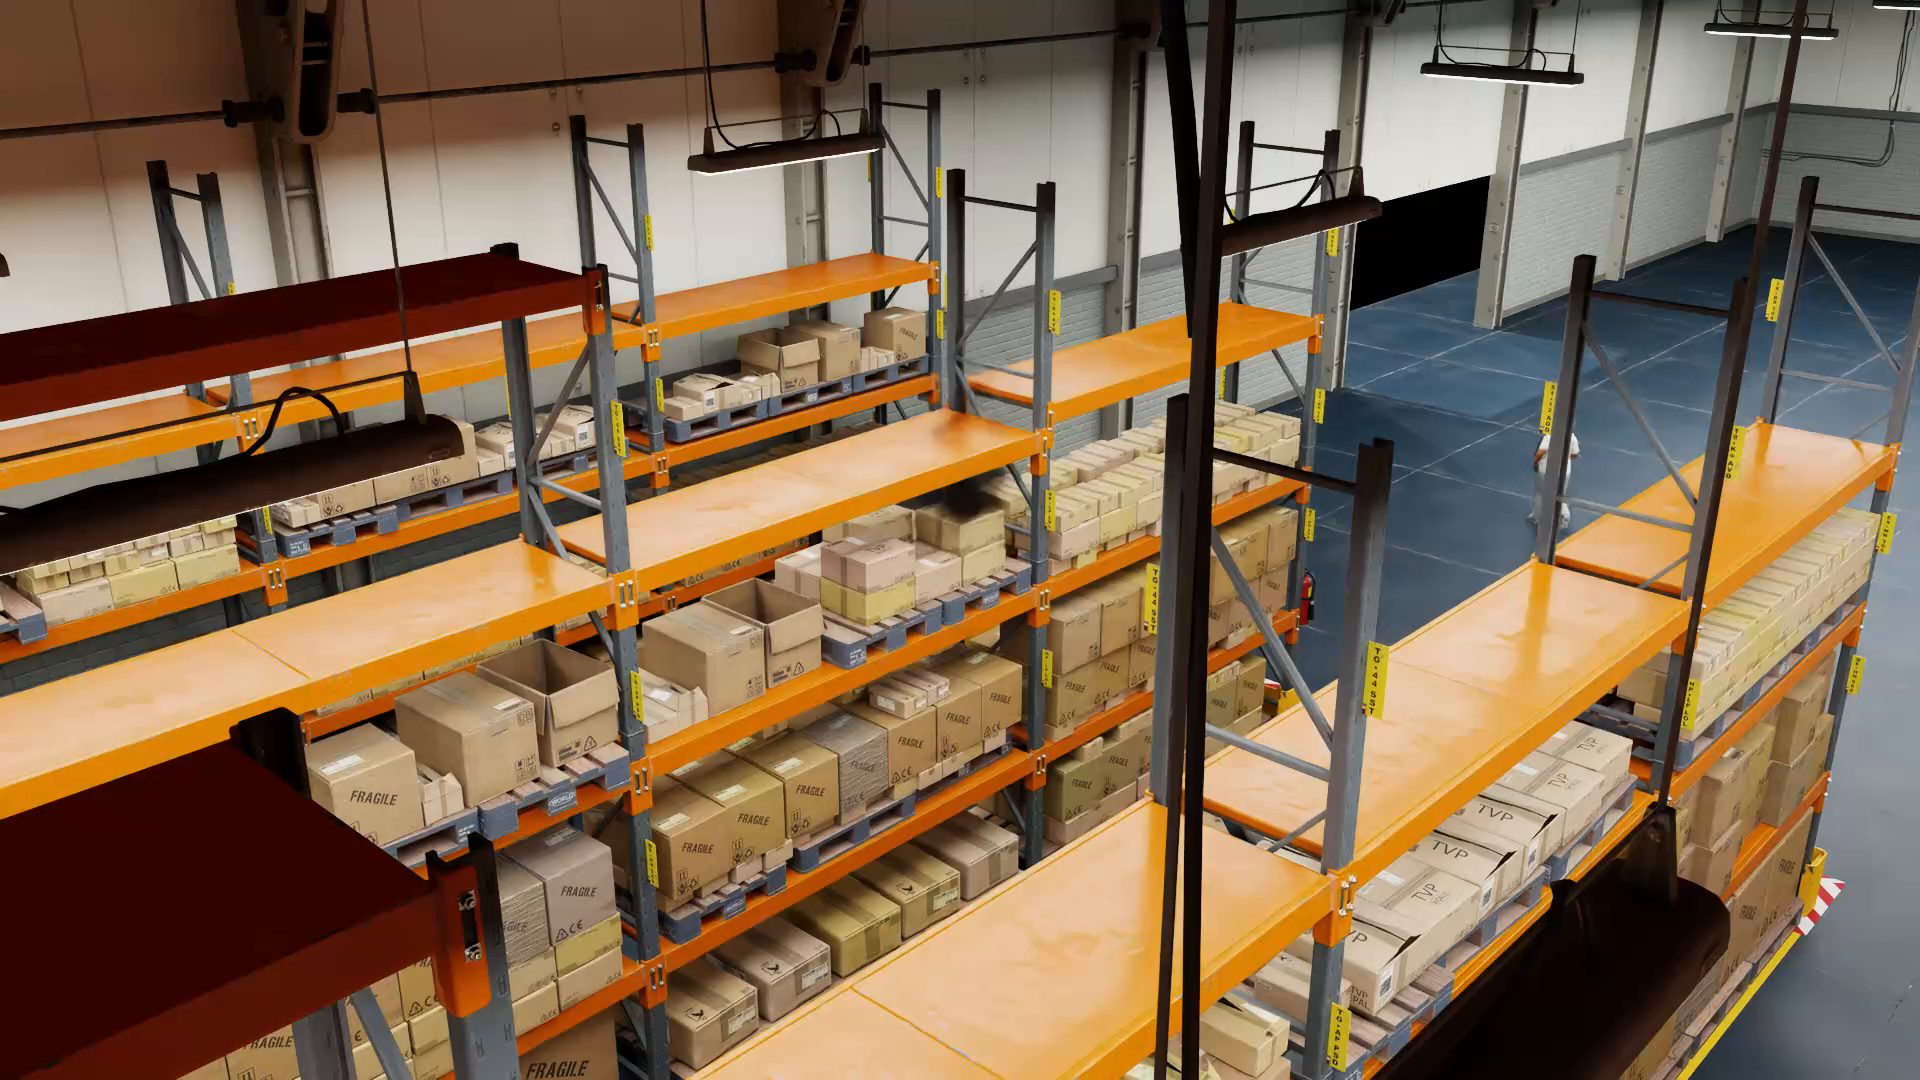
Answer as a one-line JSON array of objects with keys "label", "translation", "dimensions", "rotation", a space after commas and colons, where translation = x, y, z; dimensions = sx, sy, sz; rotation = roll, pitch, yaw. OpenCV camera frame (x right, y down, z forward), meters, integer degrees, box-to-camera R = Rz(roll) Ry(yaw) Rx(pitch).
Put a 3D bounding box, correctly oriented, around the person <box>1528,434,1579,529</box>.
[{"label": "person", "translation": [7.858, -0.898, 22.070], "dimensions": [0.621, 1.631, 0.925], "rotation": [-1, 21, -2]}]
